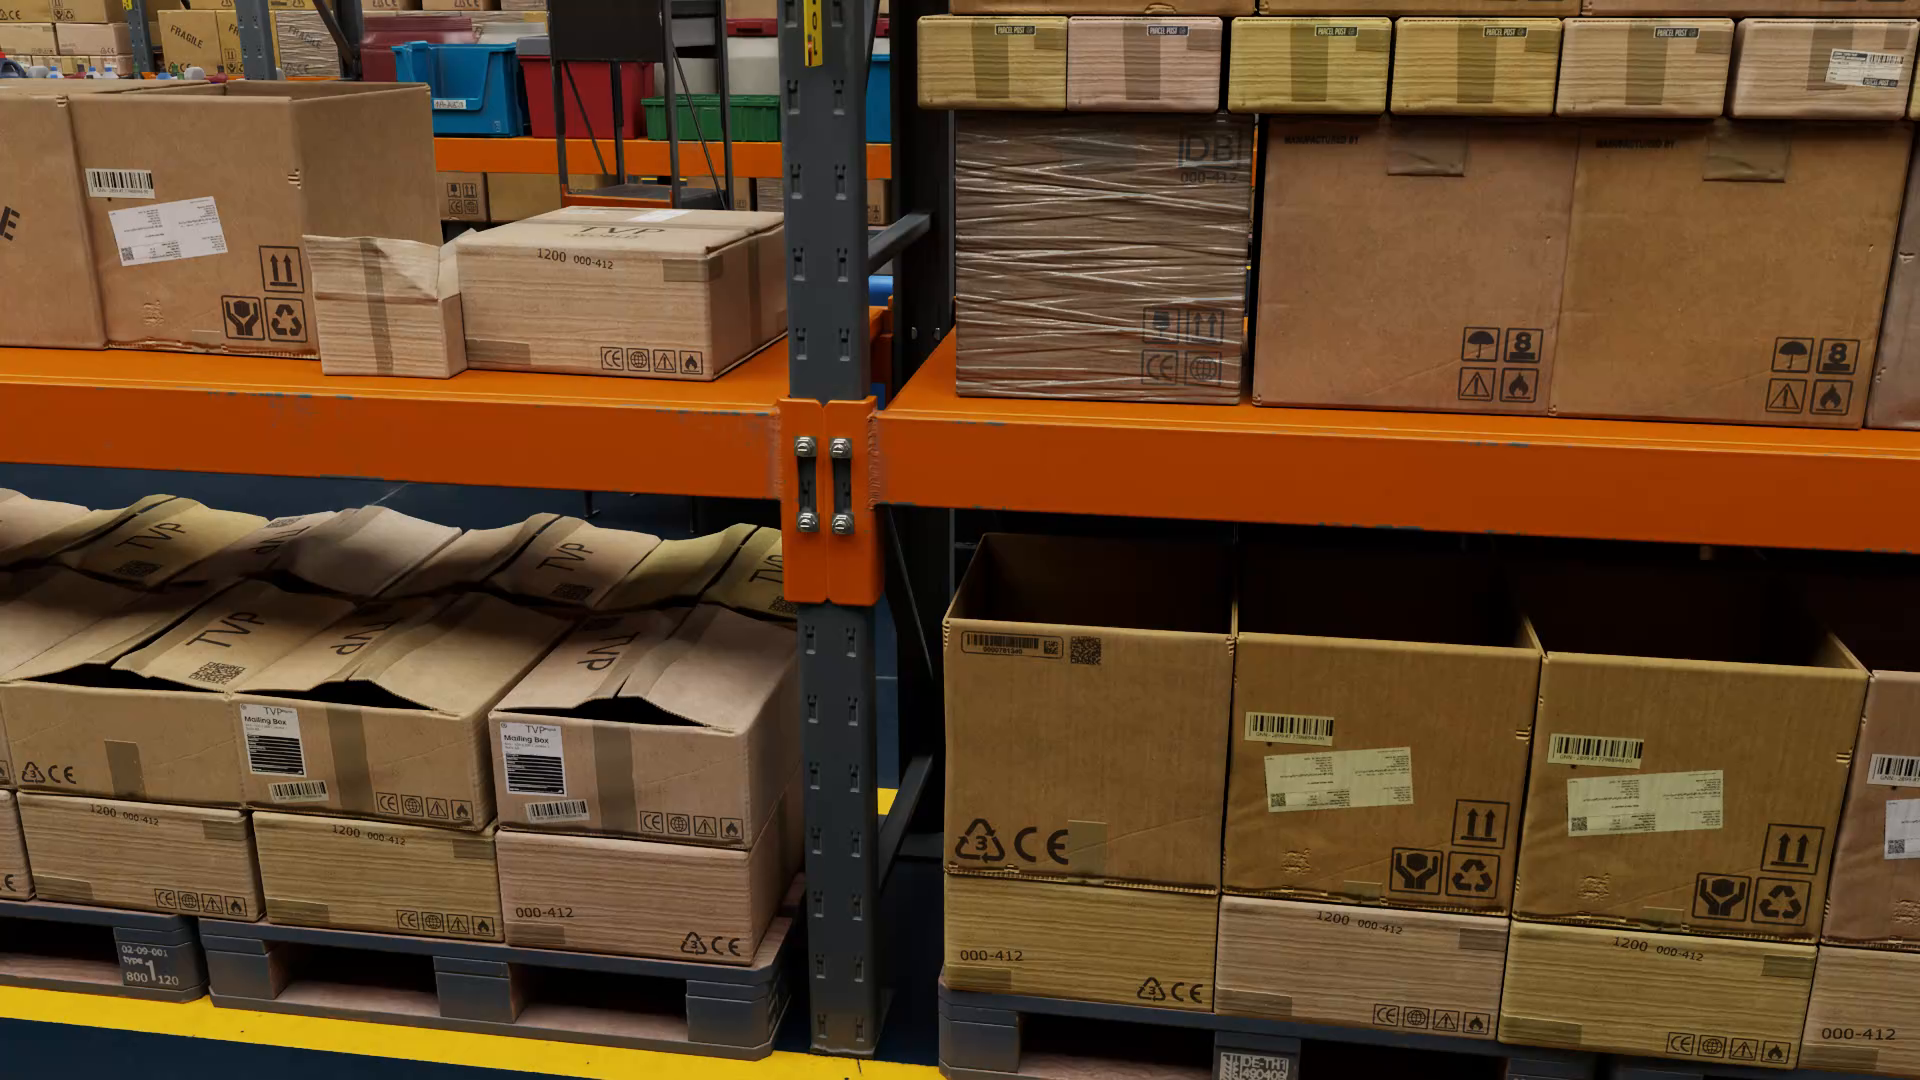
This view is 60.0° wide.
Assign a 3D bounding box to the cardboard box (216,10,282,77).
[{"bbox_3d":[-5.566,-3.990,13.342,0.500,0.500,0.500,3,19,9],"label":"cardboard box"}]

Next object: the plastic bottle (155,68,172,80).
[{"bbox_3d":[-4.266,-2.396,8.941,0.097,0.271,0.097,0,18,0],"label":"plastic bottle"}]

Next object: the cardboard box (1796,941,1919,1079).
[{"bbox_3d":[1.737,0.737,3.044,0.500,0.250,0.500,3,19,9],"label":"cardboard box"}]

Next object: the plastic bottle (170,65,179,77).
[{"bbox_3d":[-4.271,-2.428,9.016,0.133,0.283,0.061,3,19,9],"label":"plastic bottle"}]

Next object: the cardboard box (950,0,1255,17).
[{"bbox_3d":[0.286,-1.205,2.975,0.500,0.500,0.700,3,19,9],"label":"cardboard box"}]

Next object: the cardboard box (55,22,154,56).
[{"bbox_3d":[-6.955,-4.079,13.533,0.500,0.250,0.500,3,19,8],"label":"cardboard box"}]

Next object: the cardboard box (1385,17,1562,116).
[{"bbox_3d":[0.843,-0.806,2.804,0.250,0.149,0.380,3,19,8],"label":"cardboard box"}]

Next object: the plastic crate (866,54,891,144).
[{"bbox_3d":[-0.502,-2.065,7.773,0.575,0.384,0.392,3,19,9],"label":"plastic crate"}]

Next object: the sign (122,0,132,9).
[{"bbox_3d":[-6.564,-4.343,13.066,0.005,0.325,0.100,3,19,9],"label":"sign"}]

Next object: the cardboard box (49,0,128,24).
[{"bbox_3d":[-6.973,-4.434,13.413,0.500,0.500,0.500,3,19,10],"label":"cardboard box"}]

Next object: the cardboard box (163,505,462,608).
[{"bbox_3d":[-1.526,0.125,3.991,0.500,0.311,0.500,2,19,7],"label":"cardboard box"}]

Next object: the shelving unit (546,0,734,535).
[{"bbox_3d":[-1.170,-1.107,6.301,0.503,2.100,0.431,8,20,22],"label":"shelving unit"}]

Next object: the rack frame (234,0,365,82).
[{"bbox_3d":[-3.313,-2.316,8.497,0.127,3.000,1.000,3,19,9],"label":"rack frame"}]

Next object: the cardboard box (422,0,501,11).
[{"bbox_3d":[-3.890,-4.466,13.185,0.637,0.503,0.797,3,19,10],"label":"cardboard box"}]

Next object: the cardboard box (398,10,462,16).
[{"bbox_3d":[-4.059,-3.914,13.116,0.500,0.500,0.500,2,19,7],"label":"cardboard box"}]

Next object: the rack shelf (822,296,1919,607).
[{"bbox_3d":[1.821,-0.121,3.071,4.000,0.370,1.077,3,19,9],"label":"rack shelf"}]

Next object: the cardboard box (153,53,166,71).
[{"bbox_3d":[-6.716,-4.069,14.132,0.250,0.149,0.380,3,19,9],"label":"cardboard box"}]

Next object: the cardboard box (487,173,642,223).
[{"bbox_3d":[-3.206,-3.100,13.528,0.875,0.875,1.225,2,19,6],"label":"cardboard box"}]

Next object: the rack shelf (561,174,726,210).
[{"bbox_3d":[-1.170,-1.094,6.305,0.480,0.518,0.431,8,20,22],"label":"rack shelf"}]

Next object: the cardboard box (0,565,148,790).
[{"bbox_3d":[-2.101,0.269,3.560,0.500,0.311,0.500,3,19,8],"label":"cardboard box"}]

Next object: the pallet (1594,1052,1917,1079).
[{"bbox_3d":[1.833,0.873,3.360,1.213,0.211,1.003,3,19,9],"label":"pallet"}]

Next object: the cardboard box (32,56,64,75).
[{"bbox_3d":[-7.338,-3.888,13.593,0.250,0.149,0.380,3,19,8],"label":"cardboard box"}]

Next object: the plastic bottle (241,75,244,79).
[{"bbox_3d":[-3.799,-2.392,8.928,0.097,0.271,0.097,0,18,0],"label":"plastic bottle"}]

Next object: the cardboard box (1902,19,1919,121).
[{"bbox_3d":[1.611,-0.767,2.688,0.250,0.149,0.380,3,19,8],"label":"cardboard box"}]

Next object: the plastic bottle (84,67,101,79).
[{"bbox_3d":[-4.712,-2.439,9.067,0.097,0.271,0.097,0,18,0],"label":"plastic bottle"}]

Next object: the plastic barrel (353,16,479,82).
[{"bbox_3d":[-2.807,-2.452,8.689,0.708,0.536,0.600,3,19,9],"label":"plastic barrel"}]

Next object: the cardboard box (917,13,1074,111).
[{"bbox_3d":[0.081,-0.844,2.917,0.250,0.149,0.380,3,19,9],"label":"cardboard box"}]

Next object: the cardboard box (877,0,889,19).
[{"bbox_3d":[-0.304,-3.973,12.624,0.637,0.503,0.797,5,19,14],"label":"cardboard box"}]

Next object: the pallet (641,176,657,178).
[{"bbox_3d":[-3.614,-4.196,18.511,1.213,0.211,1.003,3,19,9],"label":"pallet"}]

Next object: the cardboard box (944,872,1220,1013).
[{"bbox_3d":[0.257,0.660,3.274,0.500,0.250,0.500,3,19,9],"label":"cardboard box"}]

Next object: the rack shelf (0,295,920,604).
[{"bbox_3d":[-2.128,-0.322,3.673,4.000,0.370,1.077,3,19,9],"label":"rack shelf"}]

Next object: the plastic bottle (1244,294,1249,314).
[{"bbox_3d":[1.507,-1.115,8.390,0.185,0.351,0.144,2,19,6],"label":"plastic bottle"}]

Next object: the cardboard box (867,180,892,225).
[{"bbox_3d":[-0.752,-2.813,13.229,0.500,0.500,0.700,5,19,13],"label":"cardboard box"}]

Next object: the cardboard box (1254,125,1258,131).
[{"bbox_3d":[2.918,-4.353,17.272,0.875,0.875,0.875,3,19,9],"label":"cardboard box"}]

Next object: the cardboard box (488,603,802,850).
[{"bbox_3d":[-0.599,0.345,3.331,0.500,0.311,0.500,3,19,9],"label":"cardboard box"}]

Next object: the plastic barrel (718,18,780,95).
[{"bbox_3d":[-0.998,-2.333,8.333,0.433,0.535,0.433,0,18,0],"label":"plastic barrel"}]

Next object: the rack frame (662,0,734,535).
[{"bbox_3d":[-0.946,-1.076,6.208,0.015,2.100,0.400,8,20,22],"label":"rack frame"}]

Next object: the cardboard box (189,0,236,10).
[{"bbox_3d":[-5.845,-4.562,13.473,0.637,0.503,0.797,2,19,7],"label":"cardboard box"}]

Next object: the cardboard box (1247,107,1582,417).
[{"bbox_3d":[0.808,-0.565,3.108,0.500,0.500,0.700,3,19,8],"label":"cardboard box"}]

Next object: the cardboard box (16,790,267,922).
[{"bbox_3d":[-1.613,0.560,3.573,0.500,0.250,0.500,3,19,10],"label":"cardboard box"}]

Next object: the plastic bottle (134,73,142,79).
[{"bbox_3d":[-4.008,-2.159,8.212,0.133,0.283,0.061,3,19,9],"label":"plastic bottle"}]

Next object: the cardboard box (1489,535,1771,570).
[{"bbox_3d":[1.325,0.194,3.486,0.500,0.500,0.500,3,19,9],"label":"cardboard box"}]

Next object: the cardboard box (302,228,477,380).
[{"bbox_3d":[-1.050,-0.486,3.240,0.258,0.266,0.396,2,19,7],"label":"cardboard box"}]

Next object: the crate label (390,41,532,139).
[{"bbox_3d":[-2.375,-2.198,8.089,0.616,0.435,0.502,3,19,9],"label":"crate label"}]

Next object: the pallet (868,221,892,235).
[{"bbox_3d":[-0.555,-2.443,13.272,1.213,0.211,1.003,3,19,9],"label":"pallet"}]

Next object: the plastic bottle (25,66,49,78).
[{"bbox_3d":[-5.059,-2.450,9.093,0.135,0.276,0.152,3,19,9],"label":"plastic bottle"}]

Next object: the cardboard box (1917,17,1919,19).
[{"bbox_3d":[1.772,-1.129,2.749,0.500,0.500,0.700,3,19,9],"label":"cardboard box"}]

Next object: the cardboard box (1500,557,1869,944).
[{"bbox_3d":[1.242,0.358,2.995,0.500,0.500,0.500,3,19,9],"label":"cardboard box"}]

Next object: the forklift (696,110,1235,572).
[{"bbox_3d":[0.622,-1.358,5.743,3.031,2.935,1.130,3,19,9],"label":"forklift"}]
